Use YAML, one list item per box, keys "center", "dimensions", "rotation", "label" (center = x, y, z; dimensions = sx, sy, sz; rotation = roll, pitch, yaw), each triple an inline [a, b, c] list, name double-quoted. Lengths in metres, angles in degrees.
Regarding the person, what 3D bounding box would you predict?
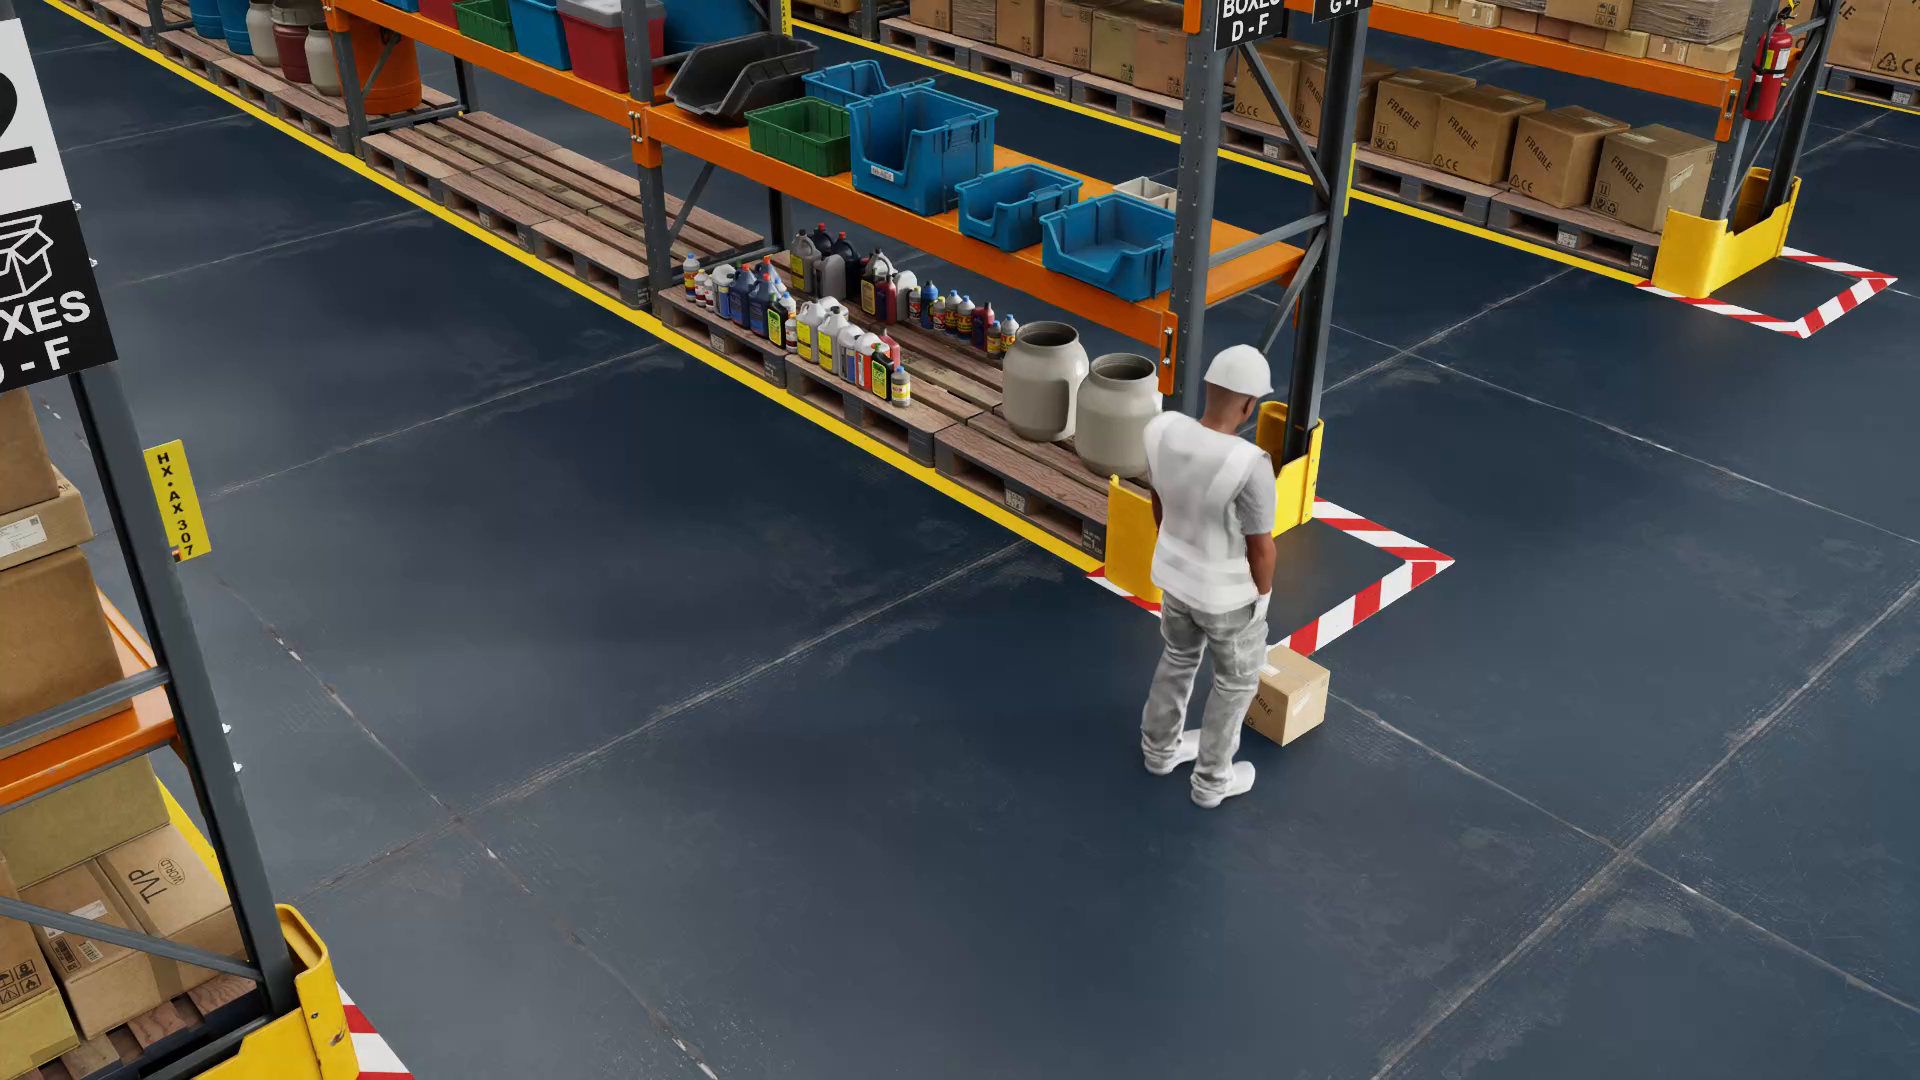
- center: [0.888, 0.133, 5.917]
  dimensions: [0.389, 1.763, 0.557]
  rotation: [-23, 38, -33]
  label: "person"
